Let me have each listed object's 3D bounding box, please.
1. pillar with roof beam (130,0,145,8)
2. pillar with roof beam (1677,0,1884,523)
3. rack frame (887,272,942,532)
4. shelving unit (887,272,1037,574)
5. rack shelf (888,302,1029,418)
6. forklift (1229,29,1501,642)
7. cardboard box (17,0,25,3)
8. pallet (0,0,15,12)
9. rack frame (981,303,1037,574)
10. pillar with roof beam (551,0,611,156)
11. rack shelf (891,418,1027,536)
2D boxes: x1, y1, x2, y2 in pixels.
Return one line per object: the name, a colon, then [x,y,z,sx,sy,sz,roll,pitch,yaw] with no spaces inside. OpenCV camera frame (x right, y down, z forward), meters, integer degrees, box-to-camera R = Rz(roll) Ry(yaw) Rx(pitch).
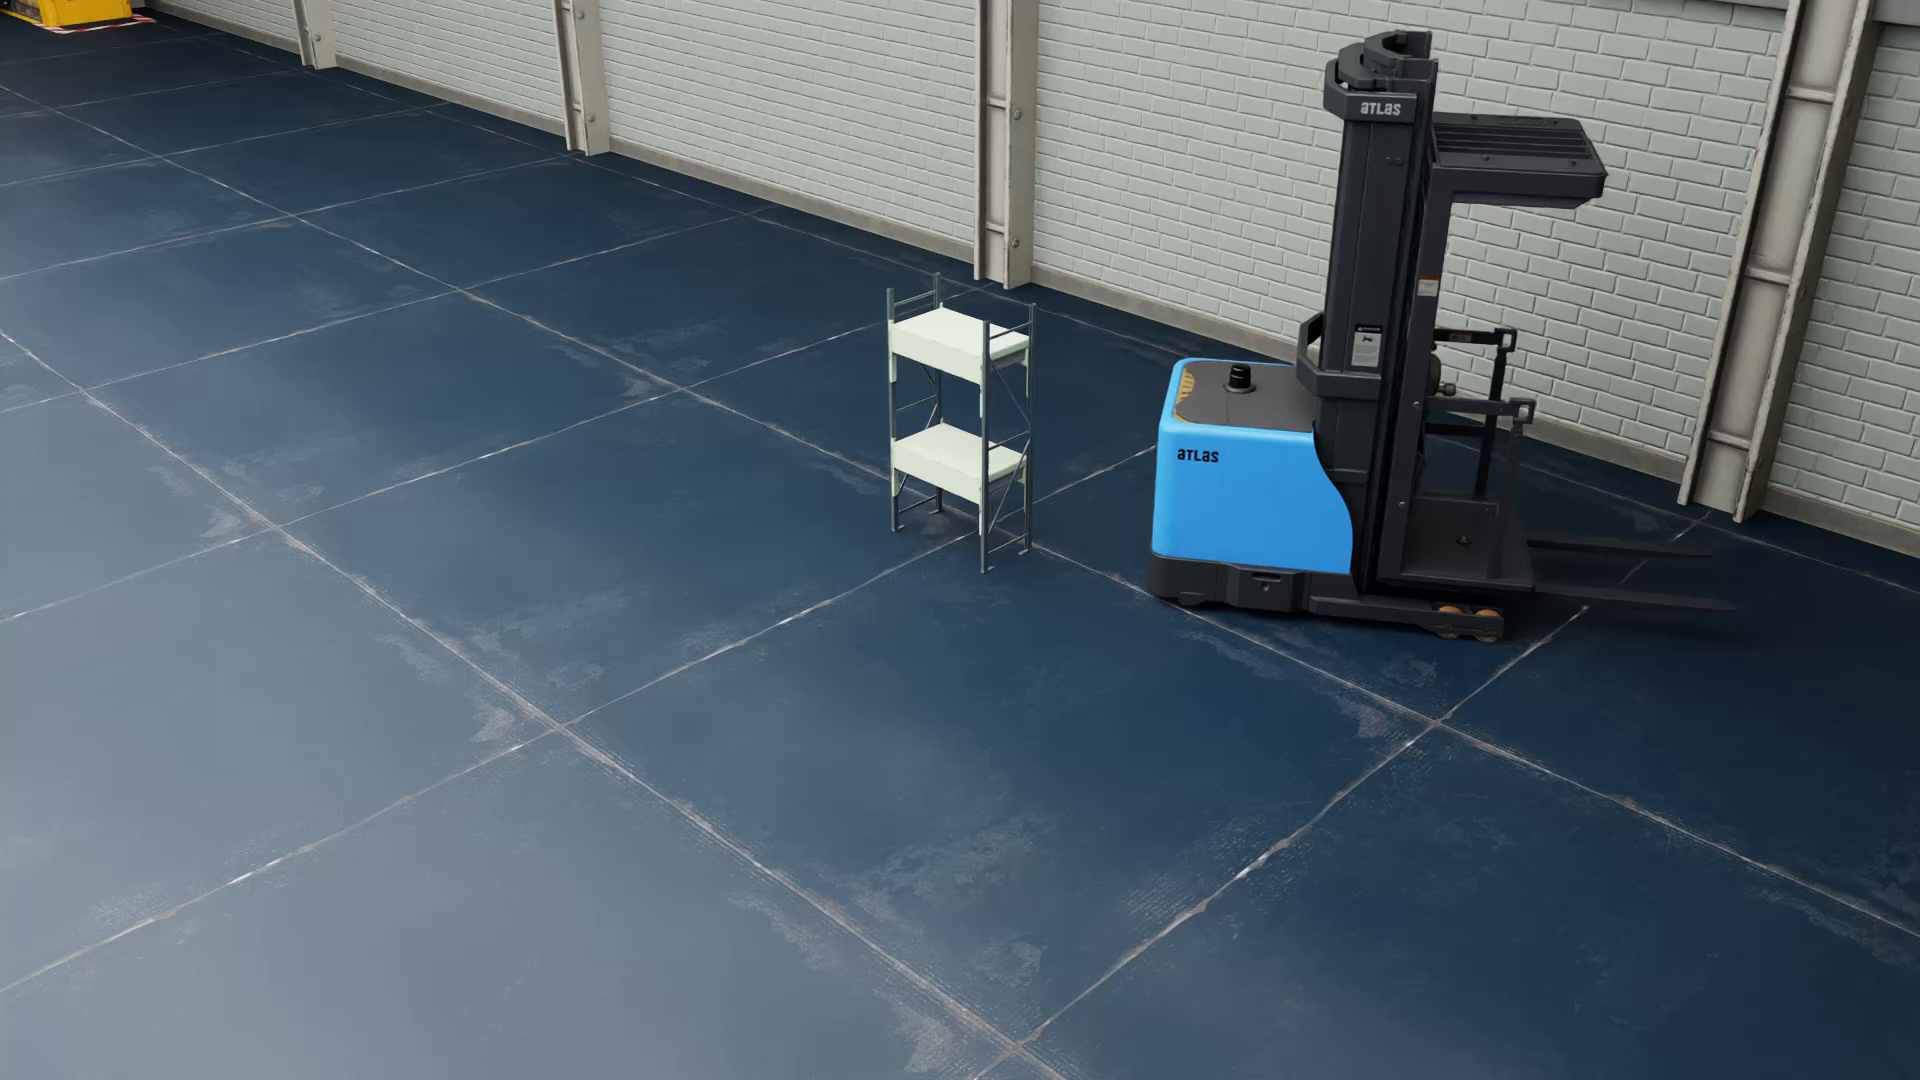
pillar with roof beam: [-15.493,-10.600,20.241,0.400,9.000,9.100,25,36,38]
pillar with roof beam: [1.621,-2.770,5.348,0.400,9.000,9.100,25,36,38]
rack frame: [-0.256,-0.781,9.624,0.023,1.500,0.400,25,36,38]
shelving unit: [0.005,-0.662,9.397,0.755,1.500,0.431,25,36,38]
rack shelf: [0.005,-1.007,9.215,0.720,0.370,0.431,25,36,38]
forklift: [2.593,-1.031,8.561,3.031,2.935,1.121,5,28,10]
cardboard box: [-15.544,-10.533,25.732,1.068,3.350,6.811,-25,37,-39]
pallet: [-14.051,-8.247,25.207,1.213,0.211,1.003,25,36,38]
rack frame: [0.266,-0.542,9.170,0.023,1.500,0.400,25,36,38]
pillar with roof beam: [-6.936,-6.685,12.794,0.400,9.000,9.100,25,36,38]
rack shelf: [0.005,-0.373,9.549,0.720,0.370,0.431,25,36,38]
